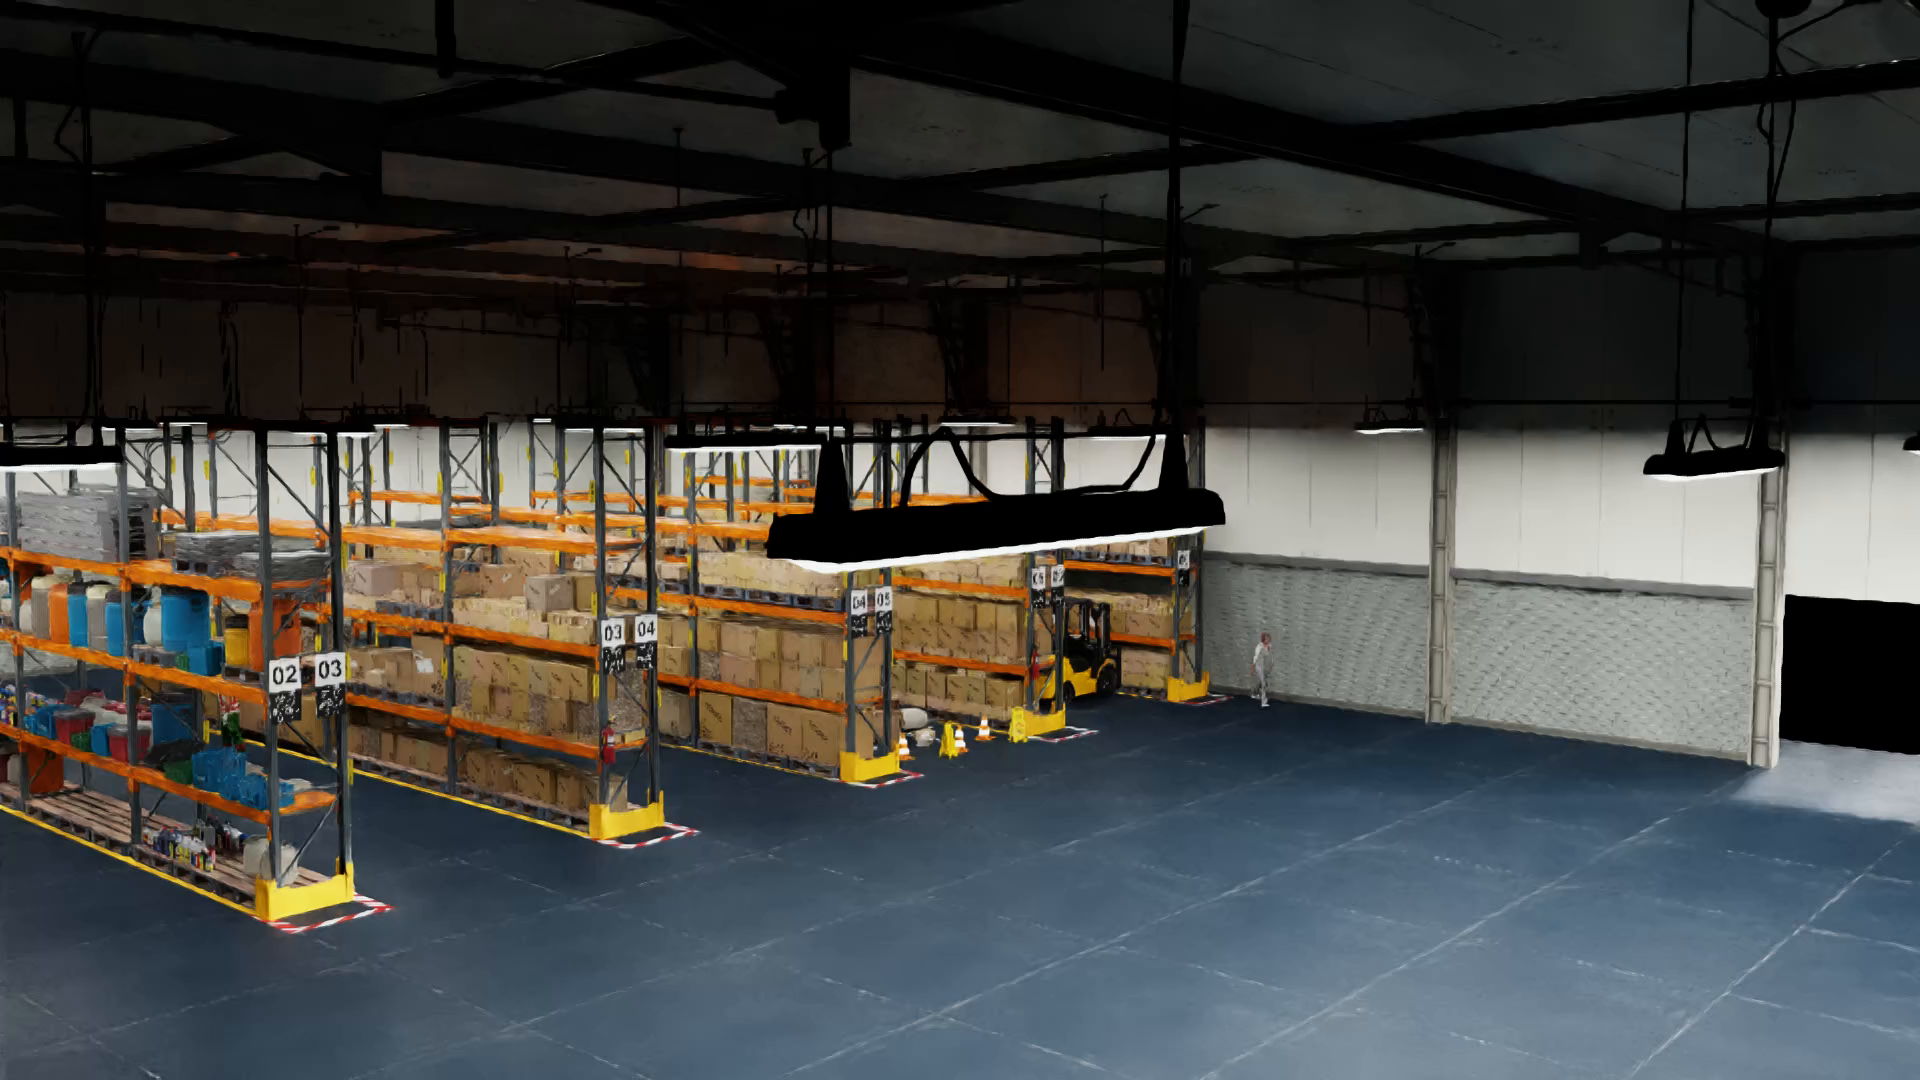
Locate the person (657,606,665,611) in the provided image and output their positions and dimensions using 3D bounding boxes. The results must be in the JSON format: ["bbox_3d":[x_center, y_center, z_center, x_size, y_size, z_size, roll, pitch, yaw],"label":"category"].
[{"bbox_3d":[-6.722,2.346,37.199,0.580,1.762,0.673,-2,5,-18],"label":"person"}]

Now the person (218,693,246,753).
[{"bbox_3d":[-12.813,3.014,29.026,0.583,1.786,0.658,-2,5,-26],"label":"person"}]

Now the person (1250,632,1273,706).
[{"bbox_3d":[6.316,2.667,34.798,0.461,1.531,0.868,-2,5,-27],"label":"person"}]
